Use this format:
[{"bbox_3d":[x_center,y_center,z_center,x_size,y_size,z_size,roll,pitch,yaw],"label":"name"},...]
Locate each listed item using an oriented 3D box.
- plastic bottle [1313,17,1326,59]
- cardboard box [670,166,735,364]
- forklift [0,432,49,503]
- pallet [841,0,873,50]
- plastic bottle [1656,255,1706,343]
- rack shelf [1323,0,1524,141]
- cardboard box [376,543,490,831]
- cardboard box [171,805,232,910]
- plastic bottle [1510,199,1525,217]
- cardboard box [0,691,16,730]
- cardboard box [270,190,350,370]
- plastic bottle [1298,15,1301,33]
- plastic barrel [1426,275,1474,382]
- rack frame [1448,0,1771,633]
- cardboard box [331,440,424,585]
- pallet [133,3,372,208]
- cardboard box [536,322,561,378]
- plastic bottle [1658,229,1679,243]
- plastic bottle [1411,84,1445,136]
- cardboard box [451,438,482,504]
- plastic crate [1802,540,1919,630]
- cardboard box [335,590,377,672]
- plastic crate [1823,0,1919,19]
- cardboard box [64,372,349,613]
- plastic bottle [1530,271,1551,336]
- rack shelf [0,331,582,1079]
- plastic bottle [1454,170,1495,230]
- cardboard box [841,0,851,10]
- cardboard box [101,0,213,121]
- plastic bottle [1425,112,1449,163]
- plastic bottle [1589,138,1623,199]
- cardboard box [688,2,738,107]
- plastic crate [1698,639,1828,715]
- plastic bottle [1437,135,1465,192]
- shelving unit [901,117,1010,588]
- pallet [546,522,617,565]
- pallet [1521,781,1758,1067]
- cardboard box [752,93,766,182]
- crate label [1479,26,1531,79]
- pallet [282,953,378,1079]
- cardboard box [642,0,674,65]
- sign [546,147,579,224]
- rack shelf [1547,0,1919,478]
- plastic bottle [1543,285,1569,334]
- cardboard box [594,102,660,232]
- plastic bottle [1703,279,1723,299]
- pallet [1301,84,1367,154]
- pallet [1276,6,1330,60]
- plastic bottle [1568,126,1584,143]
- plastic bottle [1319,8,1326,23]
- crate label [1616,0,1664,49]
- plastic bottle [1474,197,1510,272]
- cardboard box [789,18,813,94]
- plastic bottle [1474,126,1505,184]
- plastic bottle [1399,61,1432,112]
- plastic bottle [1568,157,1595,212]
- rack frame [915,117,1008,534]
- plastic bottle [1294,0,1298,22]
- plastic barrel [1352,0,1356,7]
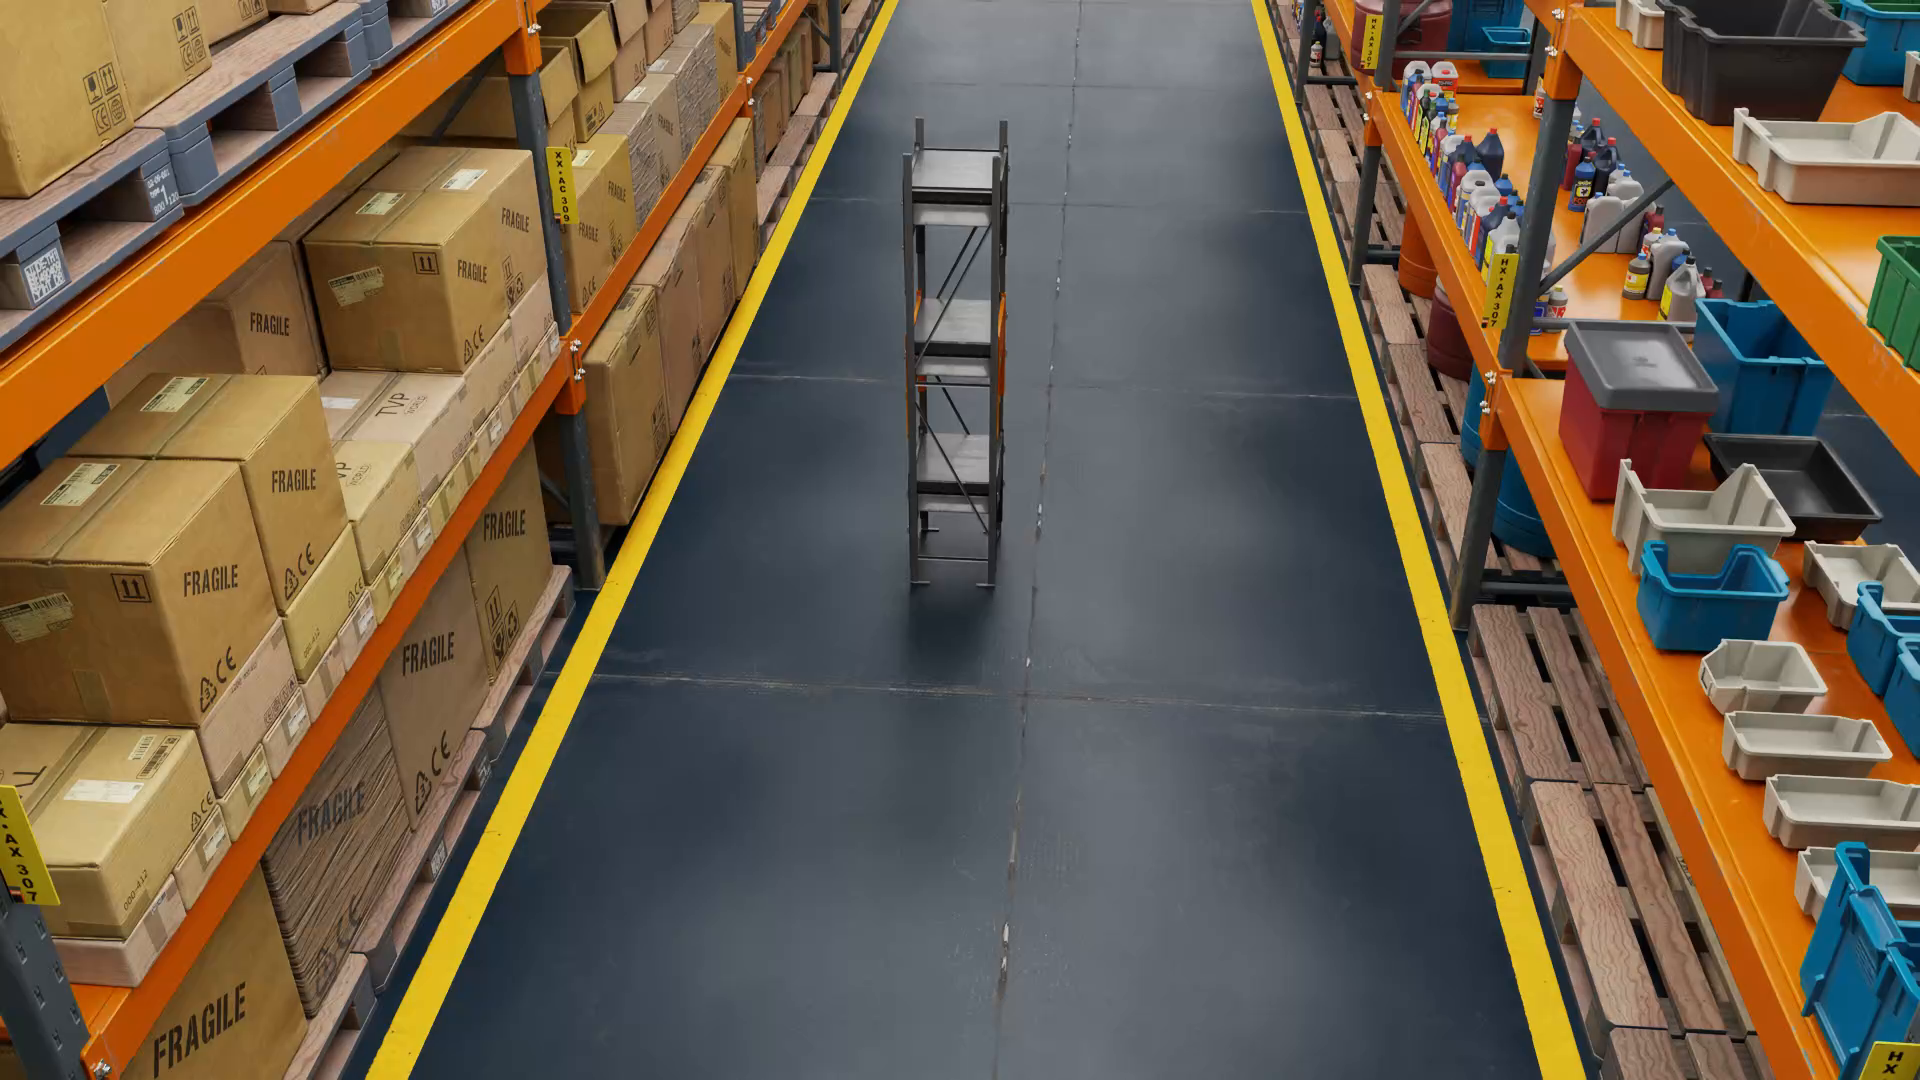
[{"bbox_3d":[3.161,-4.460,14.734,0.144,0.351,0.185,2,32,3],"label":"plastic bottle"},{"bbox_3d":[-2.024,-1.620,9.644,1.225,0.875,0.875,3,32,4],"label":"cardboard box"},{"bbox_3d":[-4.623,-0.821,6.789,1.130,2.935,3.031,2,32,3],"label":"forklift"},{"bbox_3d":[-1.425,-5.068,16.273,1.003,0.211,1.213,2,32,4],"label":"pallet"},{"bbox_3d":[3.100,-1.039,7.123,0.144,0.351,0.185,2,32,4],"label":"plastic bottle"},{"bbox_3d":[3.233,-3.699,12.079,1.077,0.370,4.000,2,32,4],"label":"rack shelf"},{"bbox_3d":[-2.399,0.458,6.272,0.875,0.875,0.875,2,32,4],"label":"cardboard box"},{"bbox_3d":[-2.140,0.813,4.311,0.380,0.149,0.250,2,32,3],"label":"cardboard box"},{"bbox_3d":[2.651,-1.492,7.935,0.097,0.271,0.097,0,32,0],"label":"plastic bottle"},{"bbox_3d":[-2.701,0.419,4.570,0.500,0.250,0.500,2,32,3],"label":"cardboard box"},{"bbox_3d":[-2.534,-0.965,6.102,0.500,0.500,0.500,2,32,4],"label":"cardboard box"},{"bbox_3d":[3.202,-4.813,15.449,0.097,0.201,0.097,0,32,0],"label":"plastic bottle"},{"bbox_3d":[2.955,-1.265,9.342,0.600,0.588,0.708,2,32,4],"label":"plastic barrel"},{"bbox_3d":[2.745,-0.868,6.800,1.000,3.000,0.127,2,32,4],"label":"rack frame"},{"bbox_3d":[-2.092,-0.098,5.410,0.500,0.250,0.500,2,32,3],"label":"cardboard box"},{"bbox_3d":[-2.371,-1.255,4.653,1.003,0.211,1.213,2,32,4],"label":"pallet"},{"bbox_3d":[-1.890,-0.799,6.927,0.380,0.149,0.250,3,32,4],"label":"cardboard box"},{"bbox_3d":[3.228,-1.290,7.607,0.097,0.271,0.097,0,32,0],"label":"plastic bottle"},{"bbox_3d":[2.675,-2.453,9.489,0.152,0.276,0.135,2,32,4],"label":"plastic bottle"},{"bbox_3d":[-1.974,-0.261,6.054,0.380,0.149,0.250,3,32,5],"label":"cardboard box"},{"bbox_3d":[2.902,0.142,5.355,0.293,0.136,0.466,2,32,4],"label":"plastic crate"},{"bbox_3d":[-2.058,0.275,5.184,0.380,0.149,0.250,2,32,3],"label":"cardboard box"},{"bbox_3d":[3.011,-1.821,5.688,0.450,0.188,0.662,2,32,4],"label":"plastic crate"},{"bbox_3d":[-2.133,-0.142,4.766,0.500,0.500,0.500,2,32,3],"label":"cardboard box"},{"bbox_3d":[2.454,-1.035,7.189,0.152,0.276,0.135,2,32,4],"label":"plastic bottle"},{"bbox_3d":[-2.355,0.272,5.635,1.077,0.370,4.000,2,32,4],"label":"rack shelf"},{"bbox_3d":[2.555,-1.682,8.238,0.152,0.276,0.135,2,32,4],"label":"plastic bottle"},{"bbox_3d":[-1.367,-5.503,16.302,0.500,0.500,0.500,5,32,9],"label":"cardboard box"},{"bbox_3d":[-2.369,-1.365,4.156,0.700,0.500,0.500,0,32,1],"label":"cardboard box"},{"bbox_3d":[2.609,-2.201,9.085,0.097,0.271,0.097,0,32,0],"label":"plastic bottle"},{"bbox_3d":[3.289,-1.864,8.462,0.144,0.351,0.185,2,32,4],"label":"plastic bottle"},{"bbox_3d":[-1.660,-2.945,10.075,0.500,0.500,0.500,3,32,5],"label":"cardboard box"},{"bbox_3d":[2.347,0.423,4.899,0.298,0.136,0.250,2,32,4],"label":"plastic crate"},{"bbox_3d":[2.600,-1.969,8.705,0.152,0.276,0.135,2,32,4],"label":"plastic bottle"},{"bbox_3d":[-0.013,-0.807,7.559,0.431,2.100,0.503,2,32,4],"label":"shelving unit"},{"bbox_3d":[-2.204,-0.299,8.534,1.003,0.211,1.213,2,32,4],"label":"pallet"},{"bbox_3d":[2.627,1.345,5.867,1.003,0.211,1.213,2,32,4],"label":"pallet"},{"bbox_3d":[-1.799,-2.936,12.119,0.700,0.500,0.500,0,32,0],"label":"cardboard box"},{"bbox_3d":[3.478,-3.093,10.569,0.303,0.233,0.416,2,32,4],"label":"crate label"},{"bbox_3d":[-2.531,1.778,5.164,1.003,0.211,1.213,2,32,4],"label":"pallet"},{"bbox_3d":[-1.998,-2.919,9.076,0.797,0.503,0.637,3,32,5],"label":"cardboard box"},{"bbox_3d":[-1.639,-1.459,6.858,0.100,0.325,0.005,2,32,4],"label":"sign"},{"bbox_3d":[2.582,-0.793,4.504,1.077,0.370,4.000,2,32,4],"label":"rack shelf"},{"bbox_3d":[2.580,-1.008,7.216,0.097,0.201,0.097,0,32,0],"label":"plastic bottle"},{"bbox_3d":[-1.824,-1.877,8.341,0.500,0.500,0.500,2,32,3],"label":"cardboard box"},{"bbox_3d":[3.200,-0.992,7.112,0.061,0.283,0.133,2,32,4],"label":"plastic bottle"},{"bbox_3d":[3.371,-3.452,13.650,1.003,0.211,1.213,2,32,4],"label":"pallet"},{"bbox_3d":[3.589,-4.853,15.924,1.003,0.211,1.213,2,32,4],"label":"pallet"},{"bbox_3d":[3.369,-2.160,9.085,0.097,0.201,0.097,0,32,0],"label":"plastic bottle"},{"bbox_3d":[3.307,-4.710,15.203,0.061,0.283,0.133,2,32,4],"label":"plastic bottle"},{"bbox_3d":[2.417,-1.789,5.687,0.293,0.136,0.466,2,32,4],"label":"crate label"},{"bbox_3d":[2.508,-1.438,7.772,0.144,0.351,0.185,2,32,4],"label":"plastic bottle"},{"bbox_3d":[-1.612,-4.066,13.952,0.700,0.500,0.500,0,32,0],"label":"cardboard box"},{"bbox_3d":[2.745,-1.982,8.654,0.144,0.351,0.185,2,32,4],"label":"plastic bottle"},{"bbox_3d":[2.713,-2.695,9.881,0.152,0.276,0.135,2,32,4],"label":"plastic bottle"},{"bbox_3d":[3.165,-1.812,8.454,0.097,0.271,0.097,0,32,0],"label":"plastic bottle"},{"bbox_3d":[0.006,-0.935,7.766,0.400,2.100,0.015,2,32,4],"label":"rack frame"},{"bbox_3d":[3.235,-5.055,15.774,0.097,0.271,0.097,0,32,0],"label":"plastic bottle"},{"bbox_3d":[3.004,-4.008,11.766,0.433,0.535,0.433,0,32,0],"label":"plastic barrel"}]
